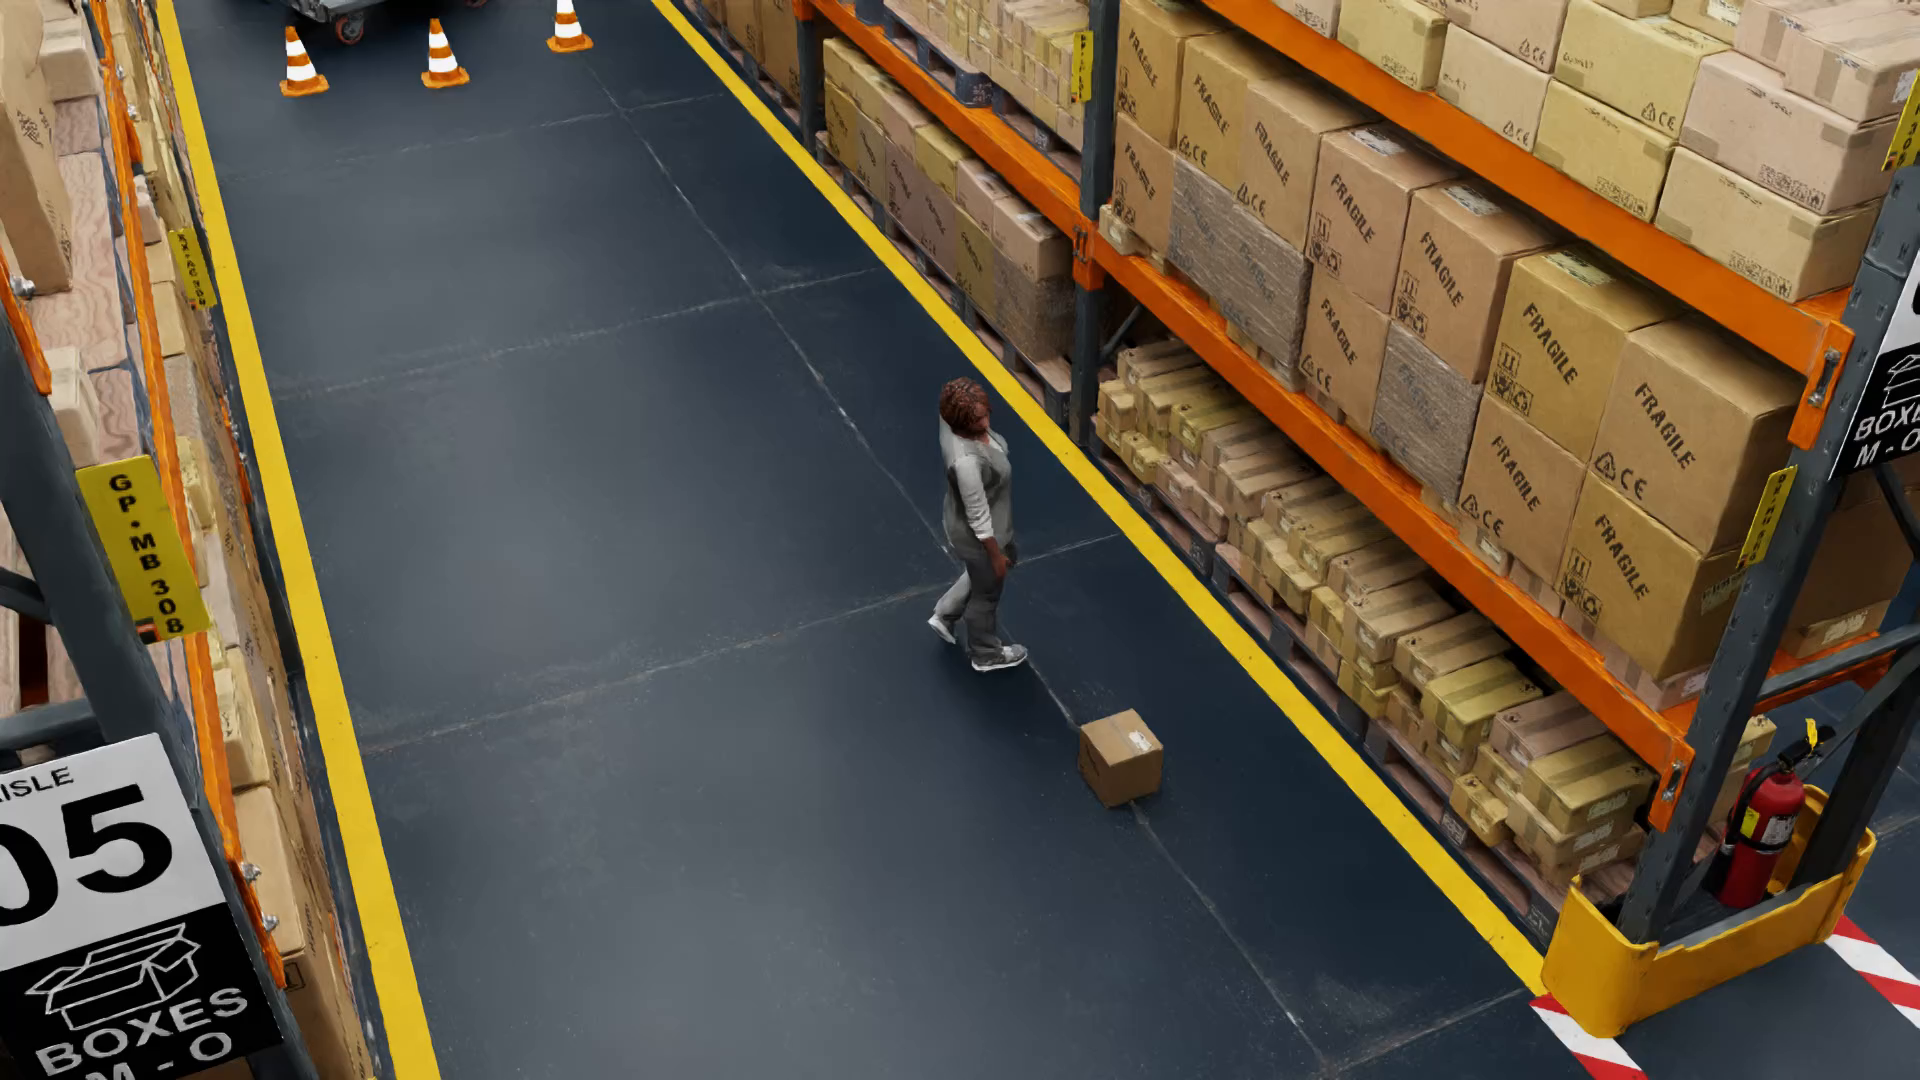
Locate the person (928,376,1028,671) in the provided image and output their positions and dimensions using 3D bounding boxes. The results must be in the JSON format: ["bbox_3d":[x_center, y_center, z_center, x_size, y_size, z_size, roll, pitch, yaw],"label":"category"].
[{"bbox_3d":[0.097,-0.044,6.923,0.443,1.593,0.491,-6,38,-8],"label":"person"}]
